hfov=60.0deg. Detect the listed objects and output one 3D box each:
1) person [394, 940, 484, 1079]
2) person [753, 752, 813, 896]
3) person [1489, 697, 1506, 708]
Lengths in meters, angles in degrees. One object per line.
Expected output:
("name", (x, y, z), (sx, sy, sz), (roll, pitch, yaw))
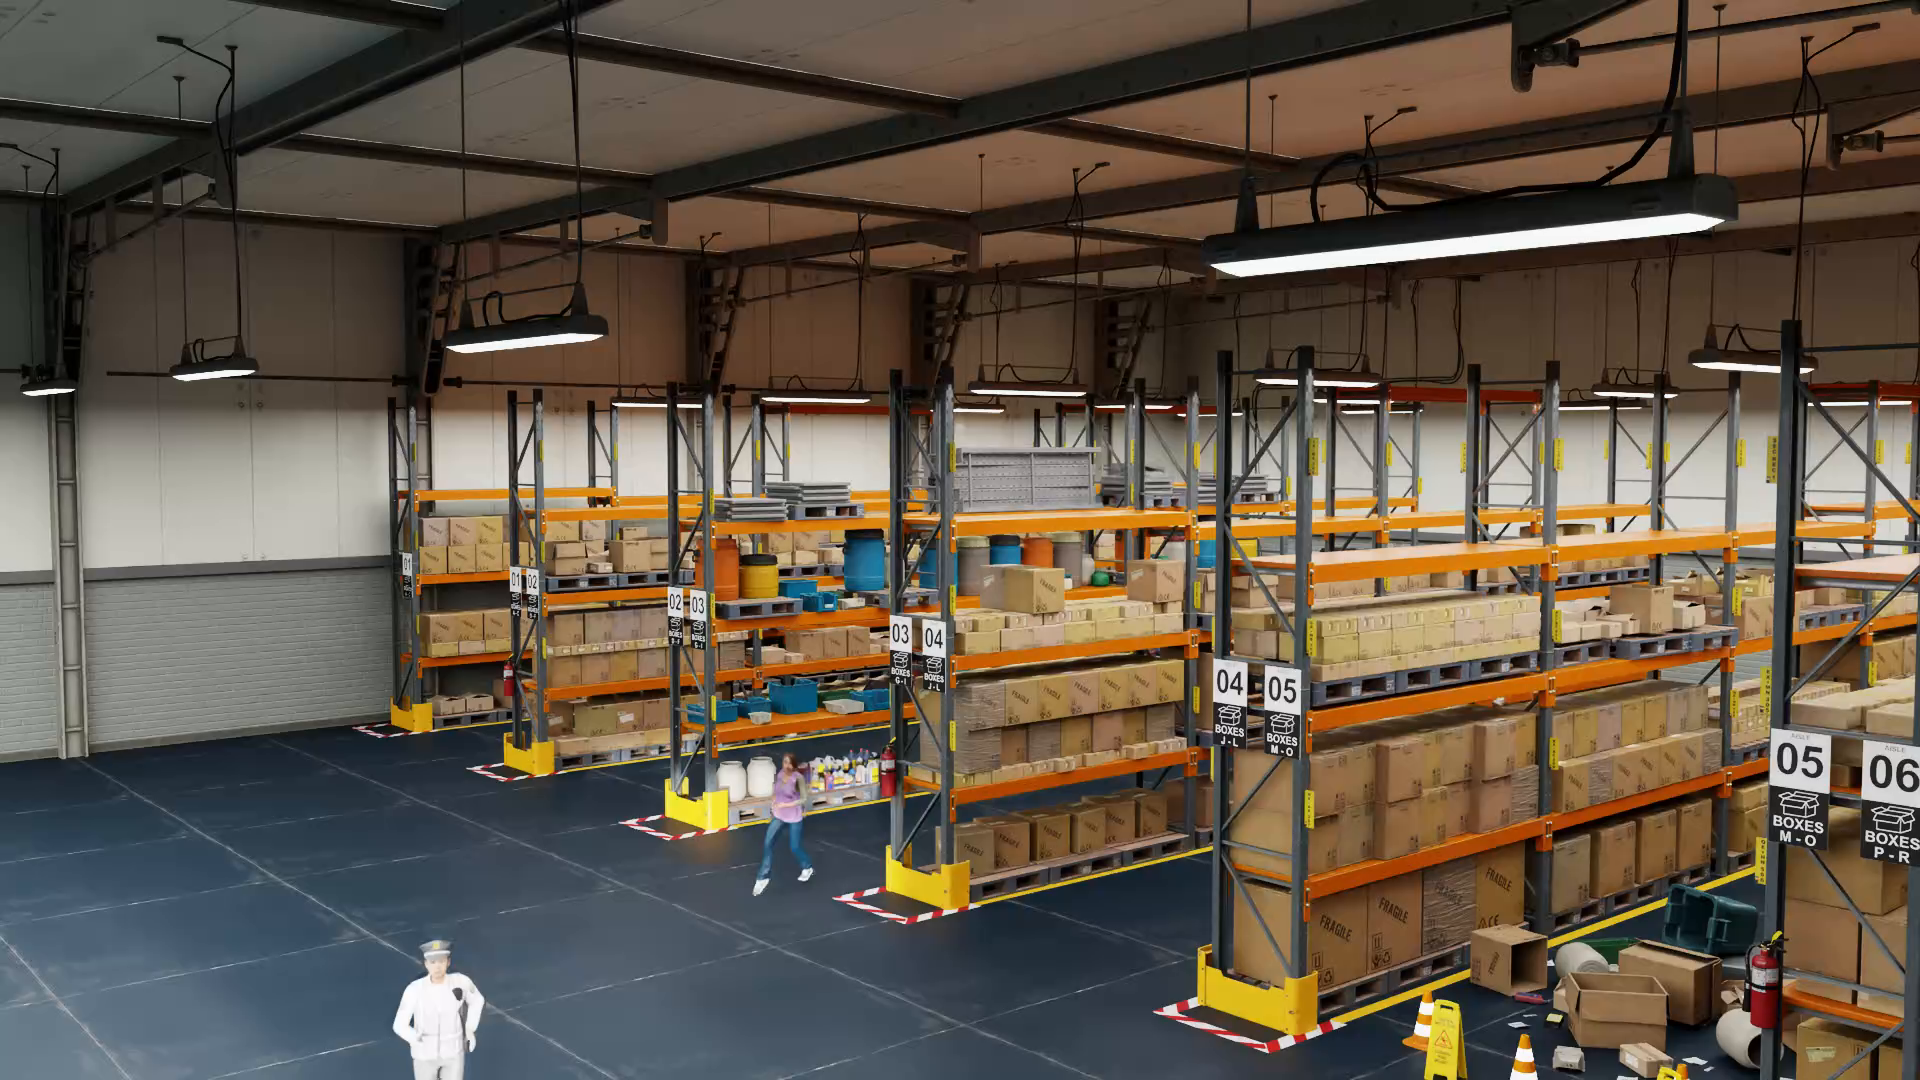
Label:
("person", (-3.657, 3.630, 11.704), (0.616, 1.693, 0.901), (-1, 4, -18))
("person", (-1.978, 3.243, 19.205), (0.538, 1.612, 0.830), (2, 4, 29))
("person", (7.468, 3.020, 23.034), (0.624, 1.720, 0.701), (3, 5, 45))
